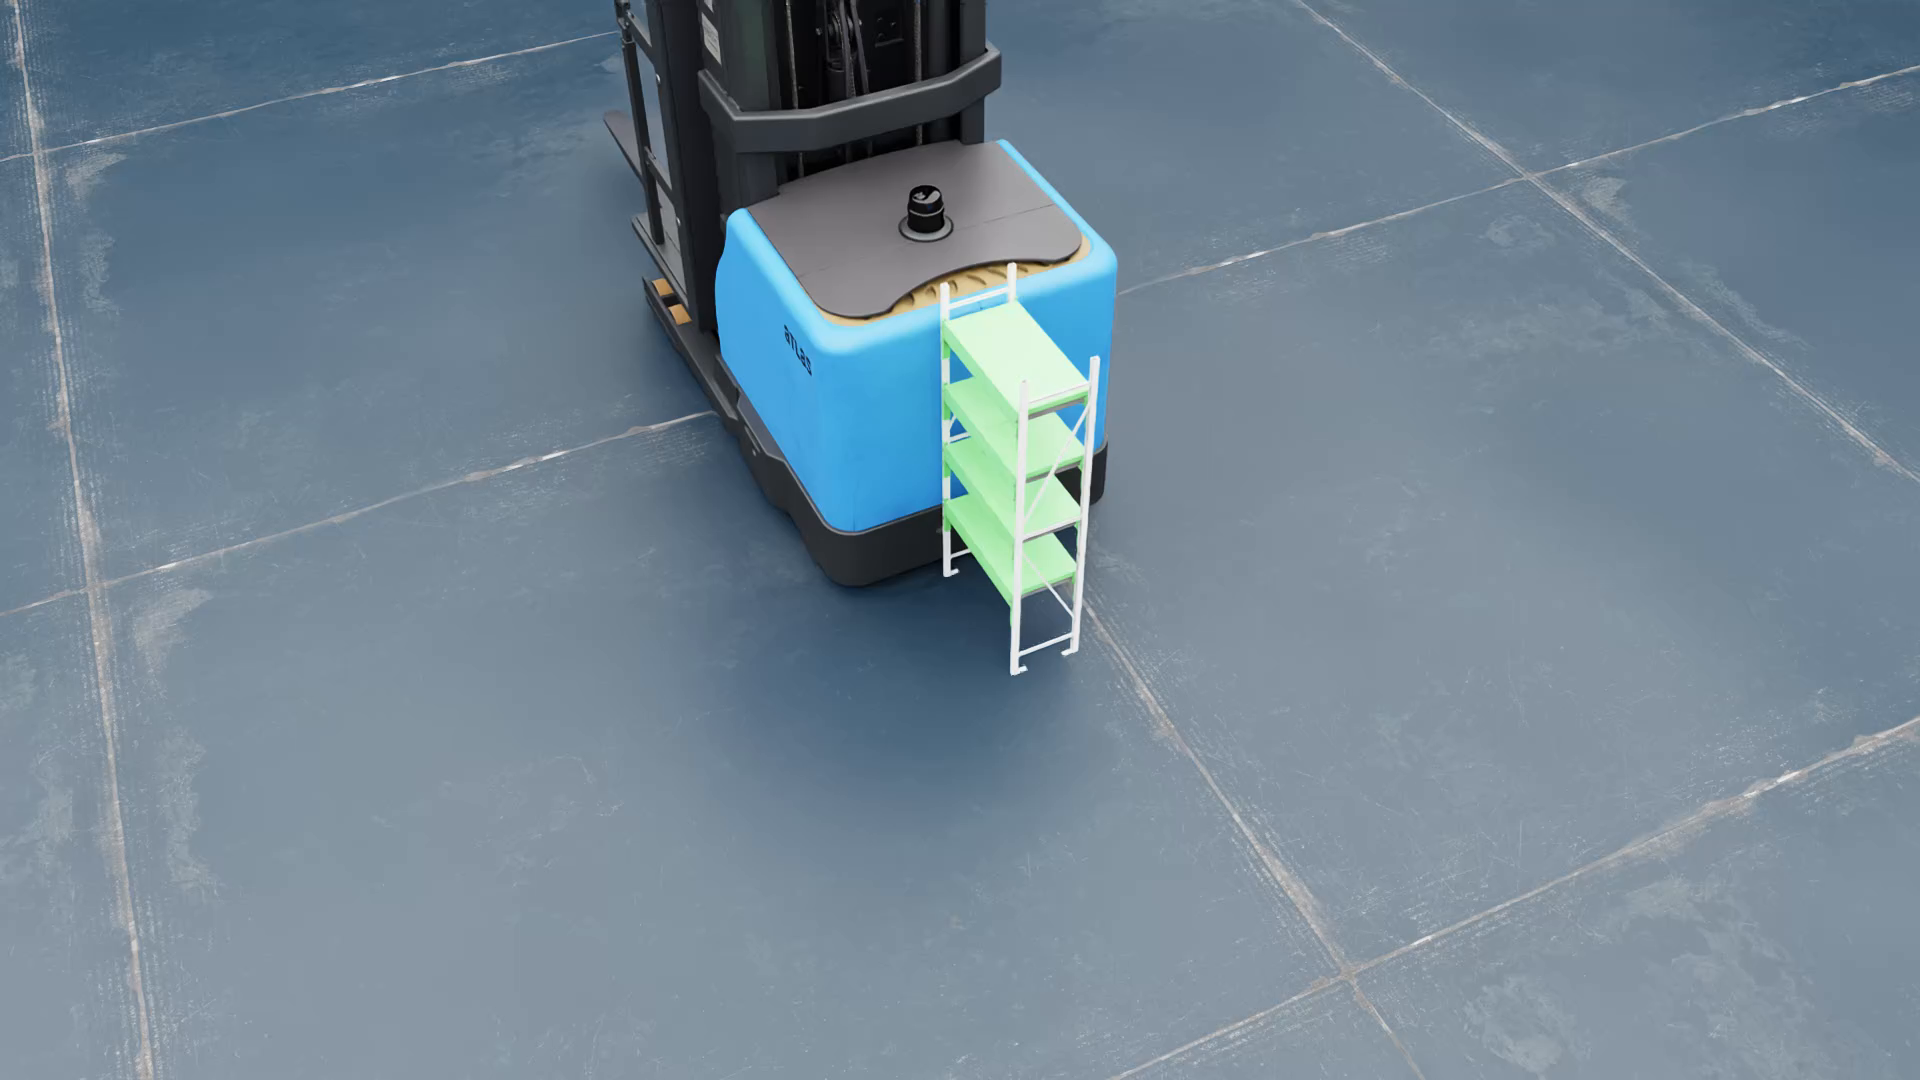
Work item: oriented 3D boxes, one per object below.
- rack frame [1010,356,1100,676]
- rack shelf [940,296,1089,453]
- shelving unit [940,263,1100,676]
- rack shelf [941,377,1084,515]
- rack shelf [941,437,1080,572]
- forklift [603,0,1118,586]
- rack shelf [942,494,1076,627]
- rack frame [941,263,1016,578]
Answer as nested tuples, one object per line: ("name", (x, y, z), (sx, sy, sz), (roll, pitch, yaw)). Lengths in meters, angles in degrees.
("rack frame", (0.271, -0.035, 4.931), (0.240, 1.200, 0.015), (-19, 48, -18))
("rack shelf", (0.163, -0.485, 4.795), (0.258, 0.148, 0.480), (-19, 48, -18))
("shelving unit", (0.163, -0.188, 5.087), (0.258, 1.200, 0.503), (-19, 48, -18))
("rack shelf", (0.163, -0.314, 4.963), (0.258, 0.148, 0.480), (-19, 48, -18))
("rack shelf", (0.163, -0.143, 5.132), (0.258, 0.148, 0.480), (-19, 48, -18))
("forklift", (-0.601, -1.929, 5.618), (1.130, 2.935, 3.031), (-19, 48, -18))
("rack shelf", (0.163, 0.028, 5.300), (0.258, 0.148, 0.480), (-19, 48, -18))
("rack frame", (0.054, -0.342, 5.242), (0.240, 1.200, 0.015), (-19, 48, -18))
